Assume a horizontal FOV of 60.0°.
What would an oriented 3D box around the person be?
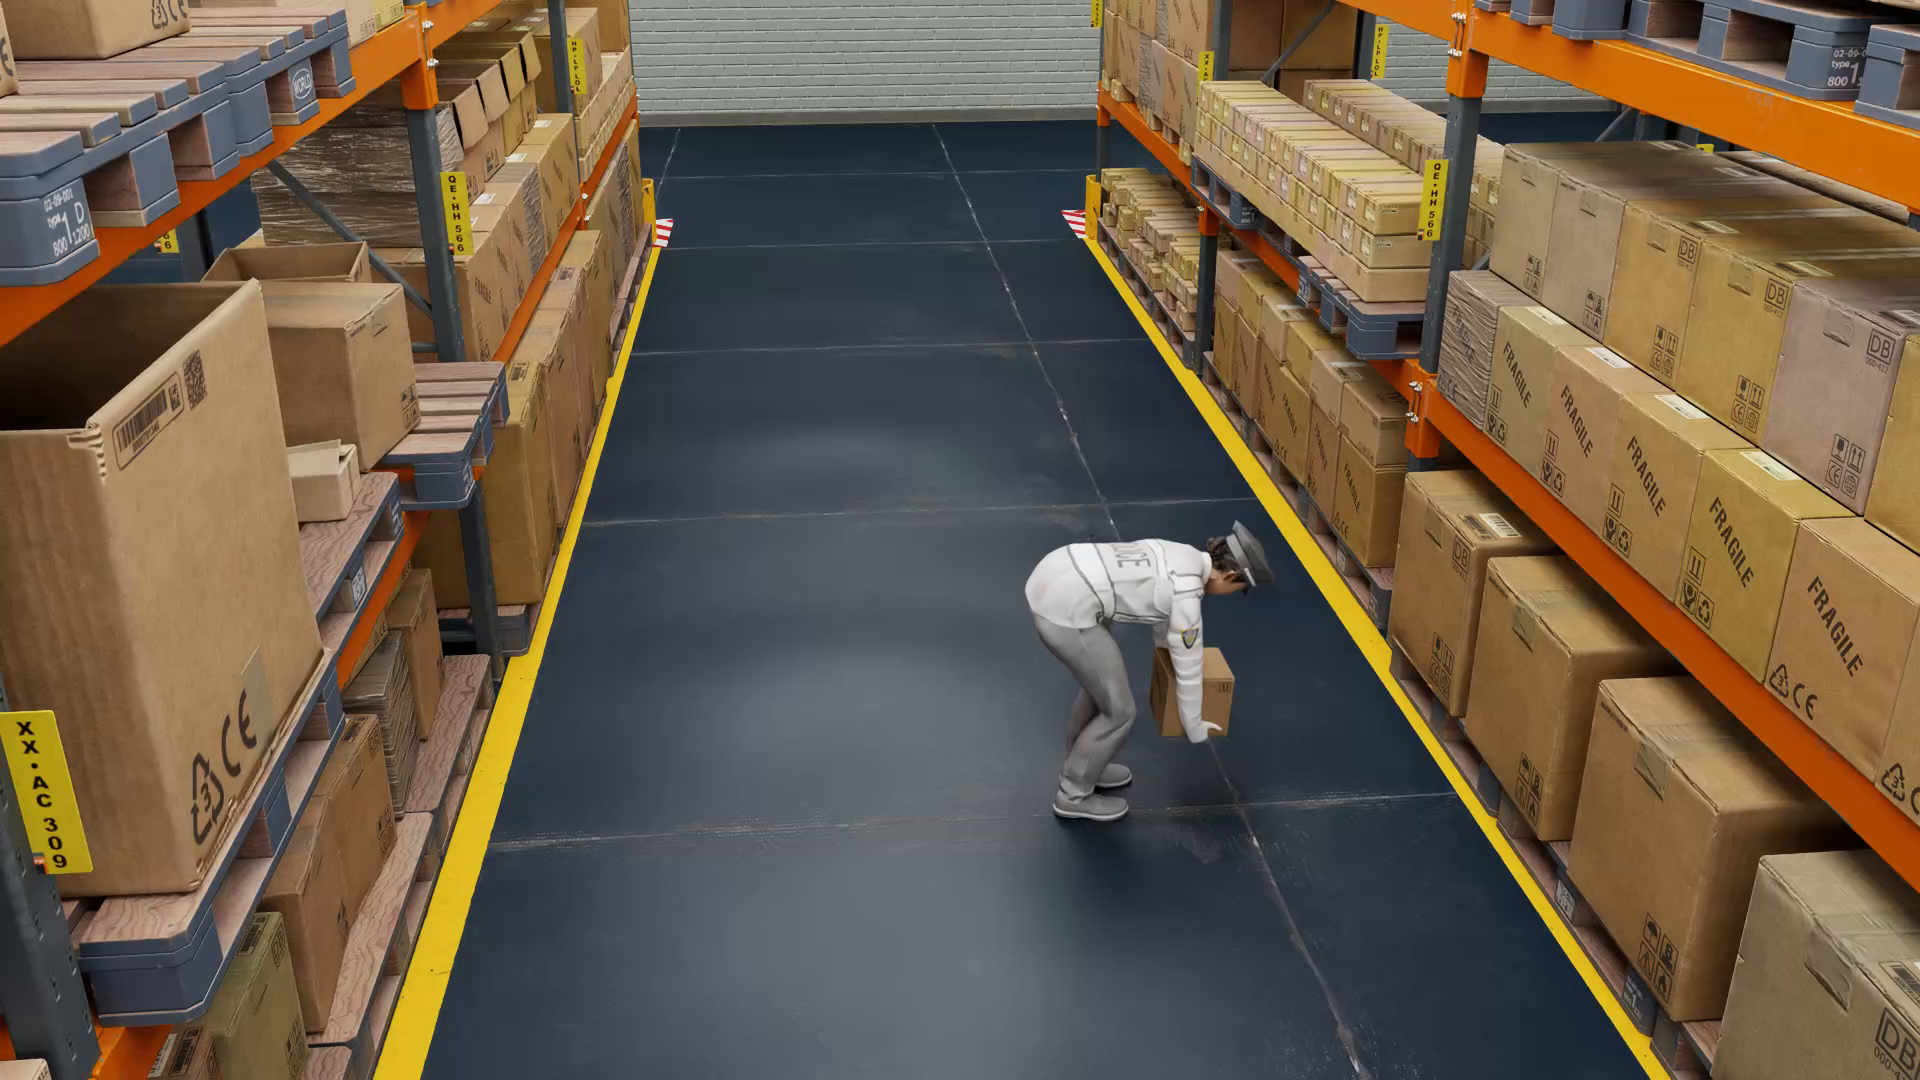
[{"bbox_3d":[0.703,0.476,6.218,0.926,1.108,0.415,-3,24,-7],"label":"person"}]
